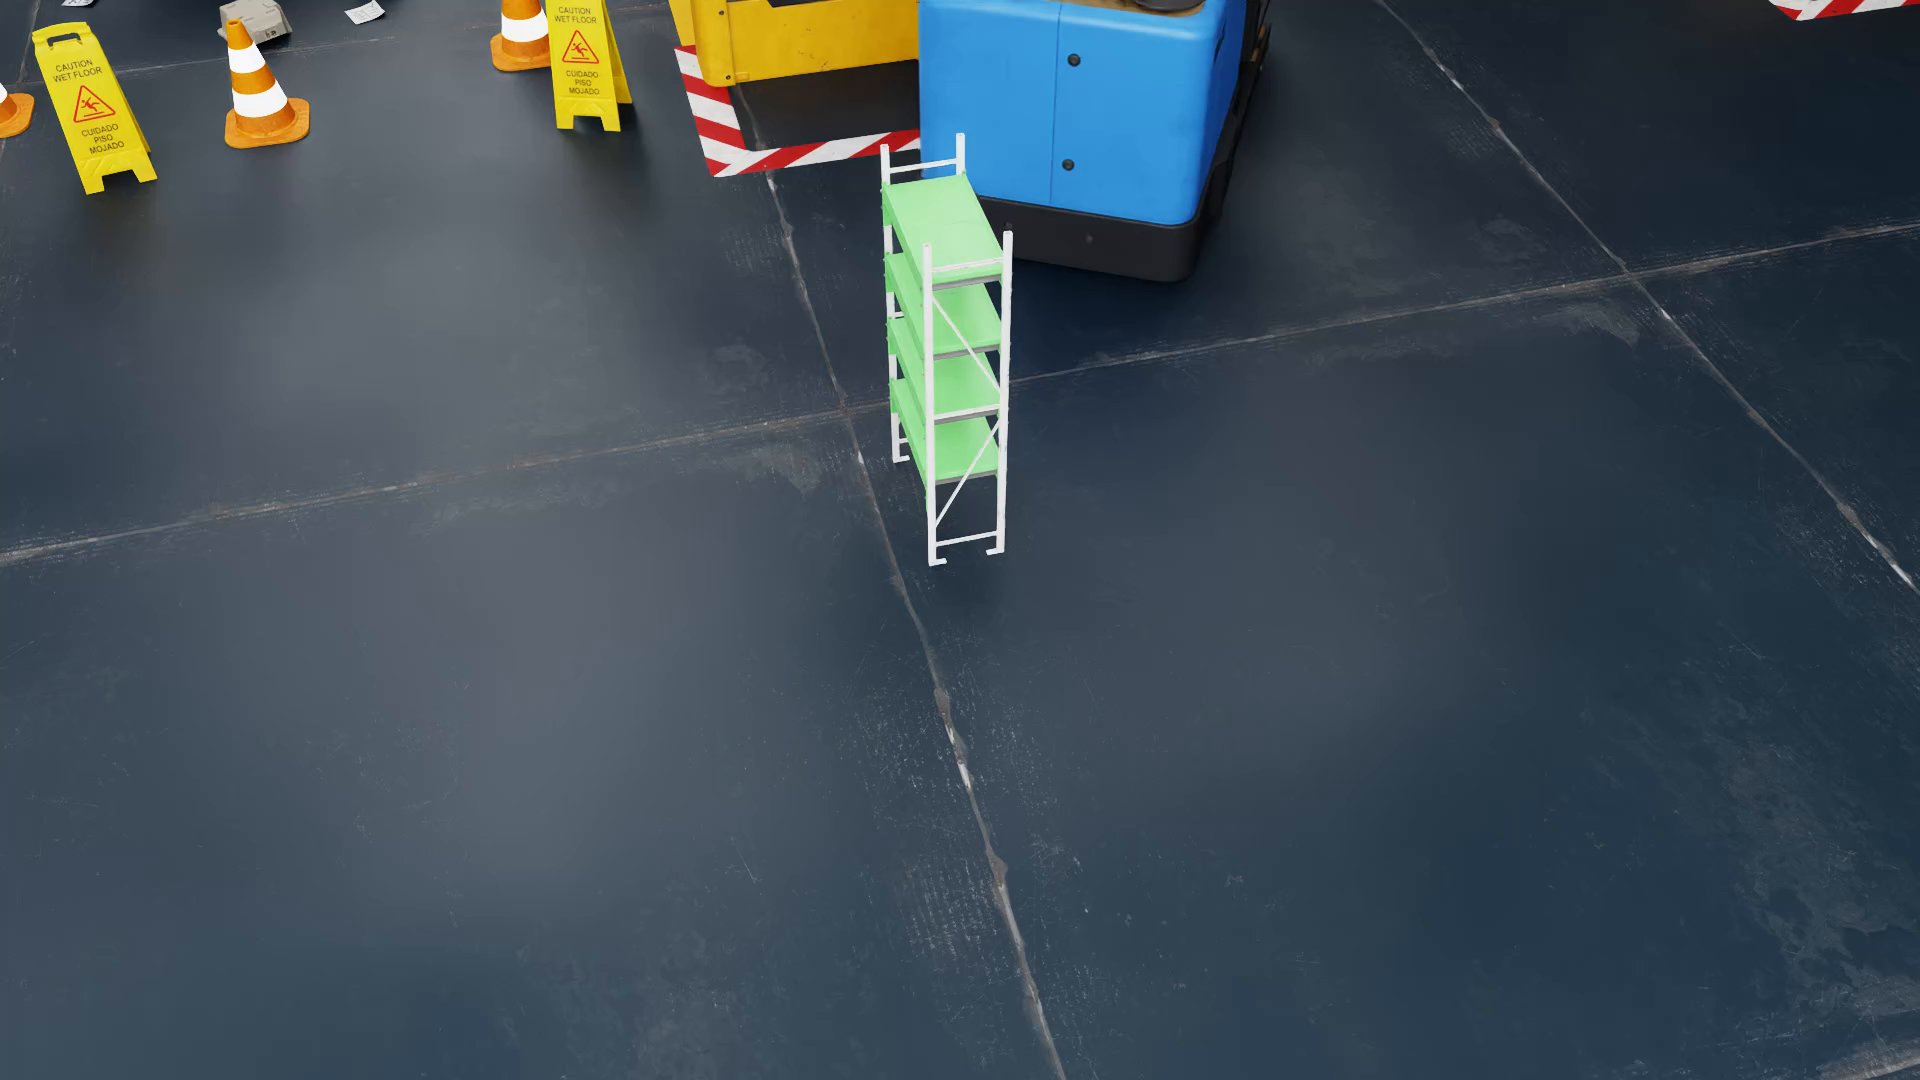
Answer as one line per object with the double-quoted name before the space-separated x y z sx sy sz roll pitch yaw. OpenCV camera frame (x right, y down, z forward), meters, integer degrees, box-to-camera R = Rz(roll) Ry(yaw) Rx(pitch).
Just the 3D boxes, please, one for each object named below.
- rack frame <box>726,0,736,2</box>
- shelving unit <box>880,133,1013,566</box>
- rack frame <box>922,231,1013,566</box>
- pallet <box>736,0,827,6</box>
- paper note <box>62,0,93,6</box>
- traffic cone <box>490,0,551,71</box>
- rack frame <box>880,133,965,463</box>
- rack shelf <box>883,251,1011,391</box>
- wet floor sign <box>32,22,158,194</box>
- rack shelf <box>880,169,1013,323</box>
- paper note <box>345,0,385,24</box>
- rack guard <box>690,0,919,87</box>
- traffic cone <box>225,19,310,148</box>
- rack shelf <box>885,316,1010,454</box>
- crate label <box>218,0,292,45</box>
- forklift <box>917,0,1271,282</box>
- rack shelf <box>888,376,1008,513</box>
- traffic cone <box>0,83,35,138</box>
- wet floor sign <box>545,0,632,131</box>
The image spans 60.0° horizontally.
"rack frame" -0.549 -3.165 6.251 1.000 3.000 0.127 -11 47 -10
"shelving unit" -0.042 -0.534 4.933 0.258 1.200 0.503 -11 47 -10
"rack frame" 0.020 -0.366 4.768 0.240 1.200 0.015 -11 47 -10
"pallet" -0.742 -2.809 7.855 1.003 0.211 1.213 -11 47 -10
"paper note" -4.058 -2.514 7.694 0.144 0.017 0.142 4 46 4
"traffic cone" -1.906 -2.338 7.217 0.336 0.463 0.334 -11 47 -10
"rack frame" -0.105 -0.703 5.099 0.240 1.200 0.015 -11 47 -10
"rack shelf" -0.042 -0.658 4.808 0.258 0.148 0.480 -11 47 -10
"wet floor sign" -3.387 -1.708 6.472 0.267 0.644 0.232 -18 48 -17
"rack shelf" -0.042 -0.825 4.636 0.258 0.148 0.480 -11 47 -10
"paper note" -2.715 -2.414 7.595 0.148 0.019 0.142 -26 51 -24
"rack guard" -0.569 -2.342 7.195 1.175 0.500 0.348 -11 47 -10
"traffic cone" -2.892 -1.900 6.788 0.336 0.463 0.334 -11 47 -10
"rack shelf" -0.042 -0.490 4.979 0.258 0.148 0.480 -11 47 -10
"crate label" -3.153 -2.318 7.425 0.250 0.136 0.298 -35 55 -30
"forklift" 0.731 -3.041 6.178 1.130 2.935 3.031 11 47 11
"rack shelf" -0.042 -0.322 5.151 0.258 0.148 0.480 -11 47 -10
"traffic cone" -4.072 -1.928 6.816 0.336 0.463 0.334 -11 47 -10
"wet floor sign" -1.535 -2.014 6.772 0.267 0.644 0.232 4 46 4
